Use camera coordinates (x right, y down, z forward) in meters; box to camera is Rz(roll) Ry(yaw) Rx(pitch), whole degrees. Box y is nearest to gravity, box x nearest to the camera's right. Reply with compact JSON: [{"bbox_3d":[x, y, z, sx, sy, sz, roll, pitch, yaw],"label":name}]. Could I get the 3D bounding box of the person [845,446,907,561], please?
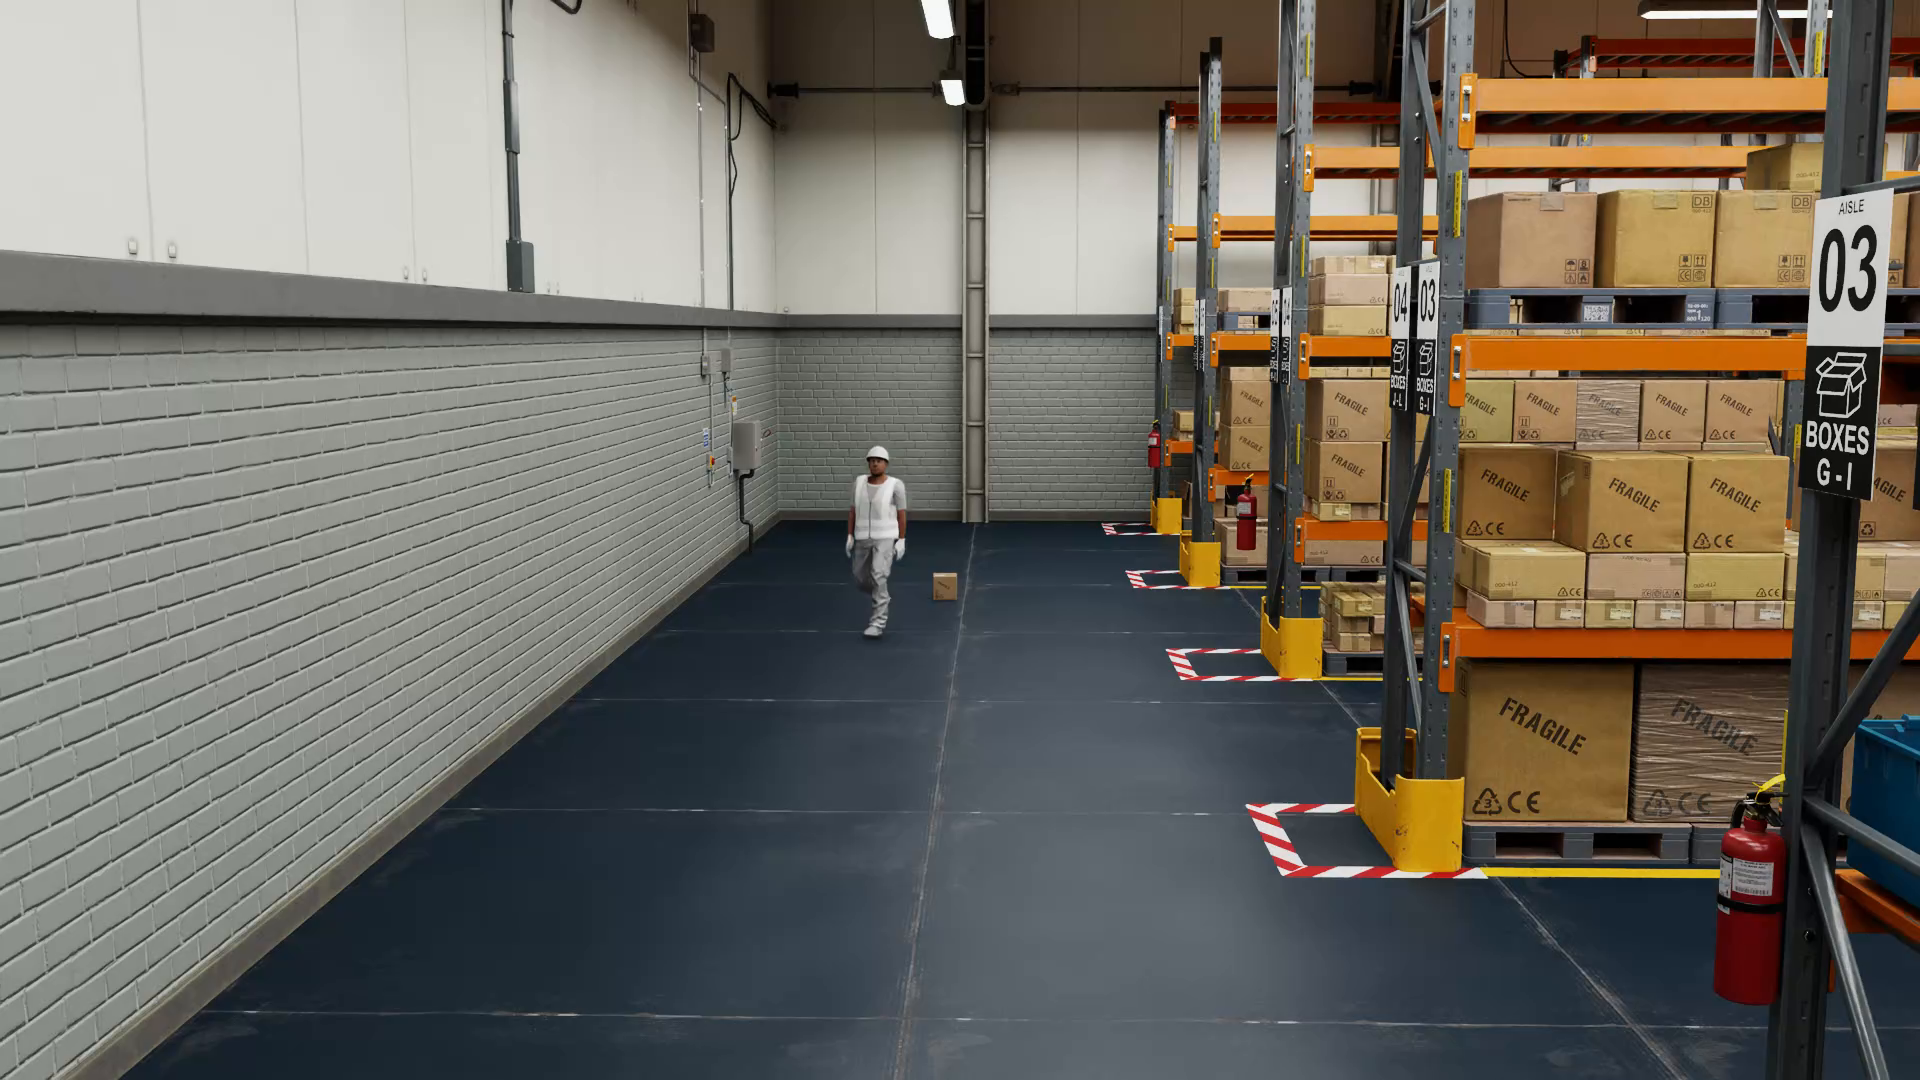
[{"bbox_3d":[-0.791,-0.336,15.565,0.552,1.088,0.340,3,8,21],"label":"person"}]
